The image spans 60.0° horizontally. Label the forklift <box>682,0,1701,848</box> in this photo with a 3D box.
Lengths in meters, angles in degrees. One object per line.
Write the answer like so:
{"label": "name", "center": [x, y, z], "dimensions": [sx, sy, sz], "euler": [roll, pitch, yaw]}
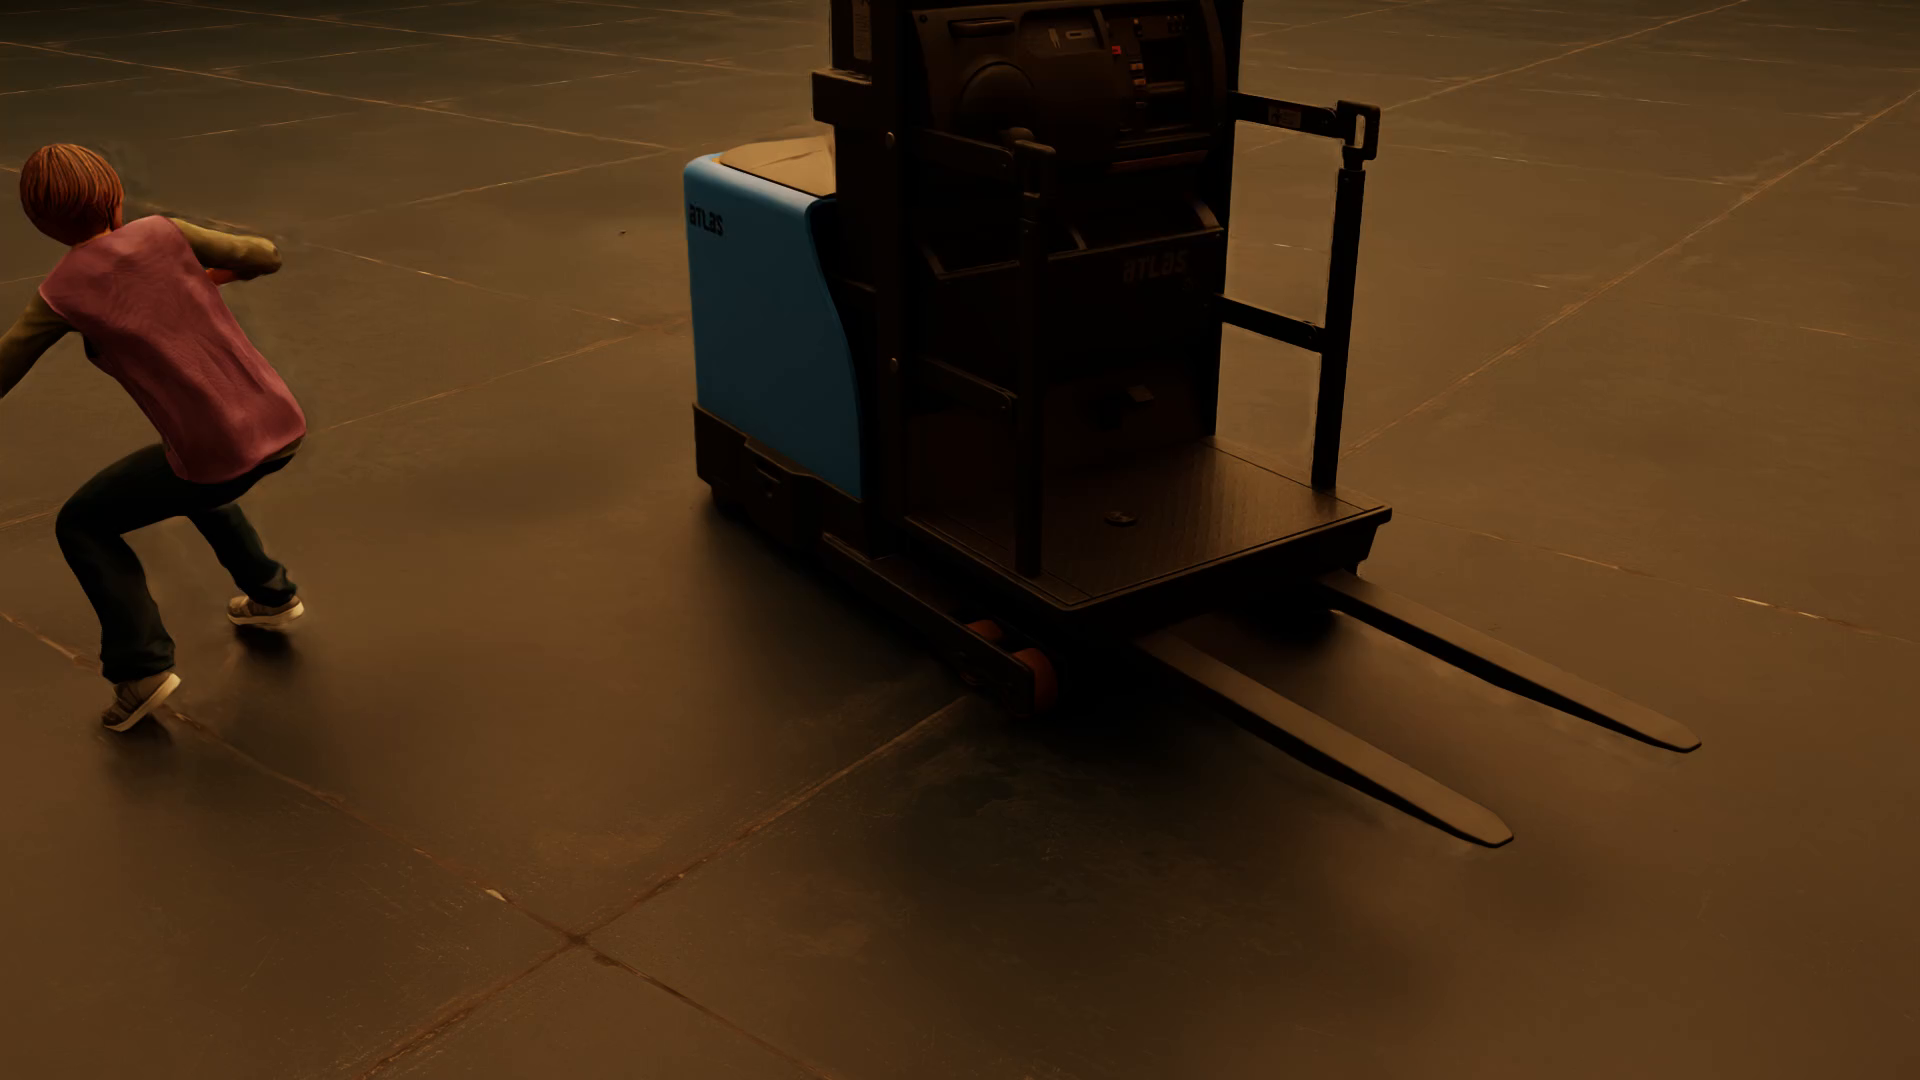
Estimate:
{"label": "forklift", "center": [0.412, -1.133, 3.944], "dimensions": [1.130, 2.935, 3.031], "euler": [-16, 28, -32]}

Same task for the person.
{"label": "person", "center": [-1.972, -0.284, 4.018], "dimensions": [0.811, 1.353, 0.686], "euler": [11, 26, 24]}
